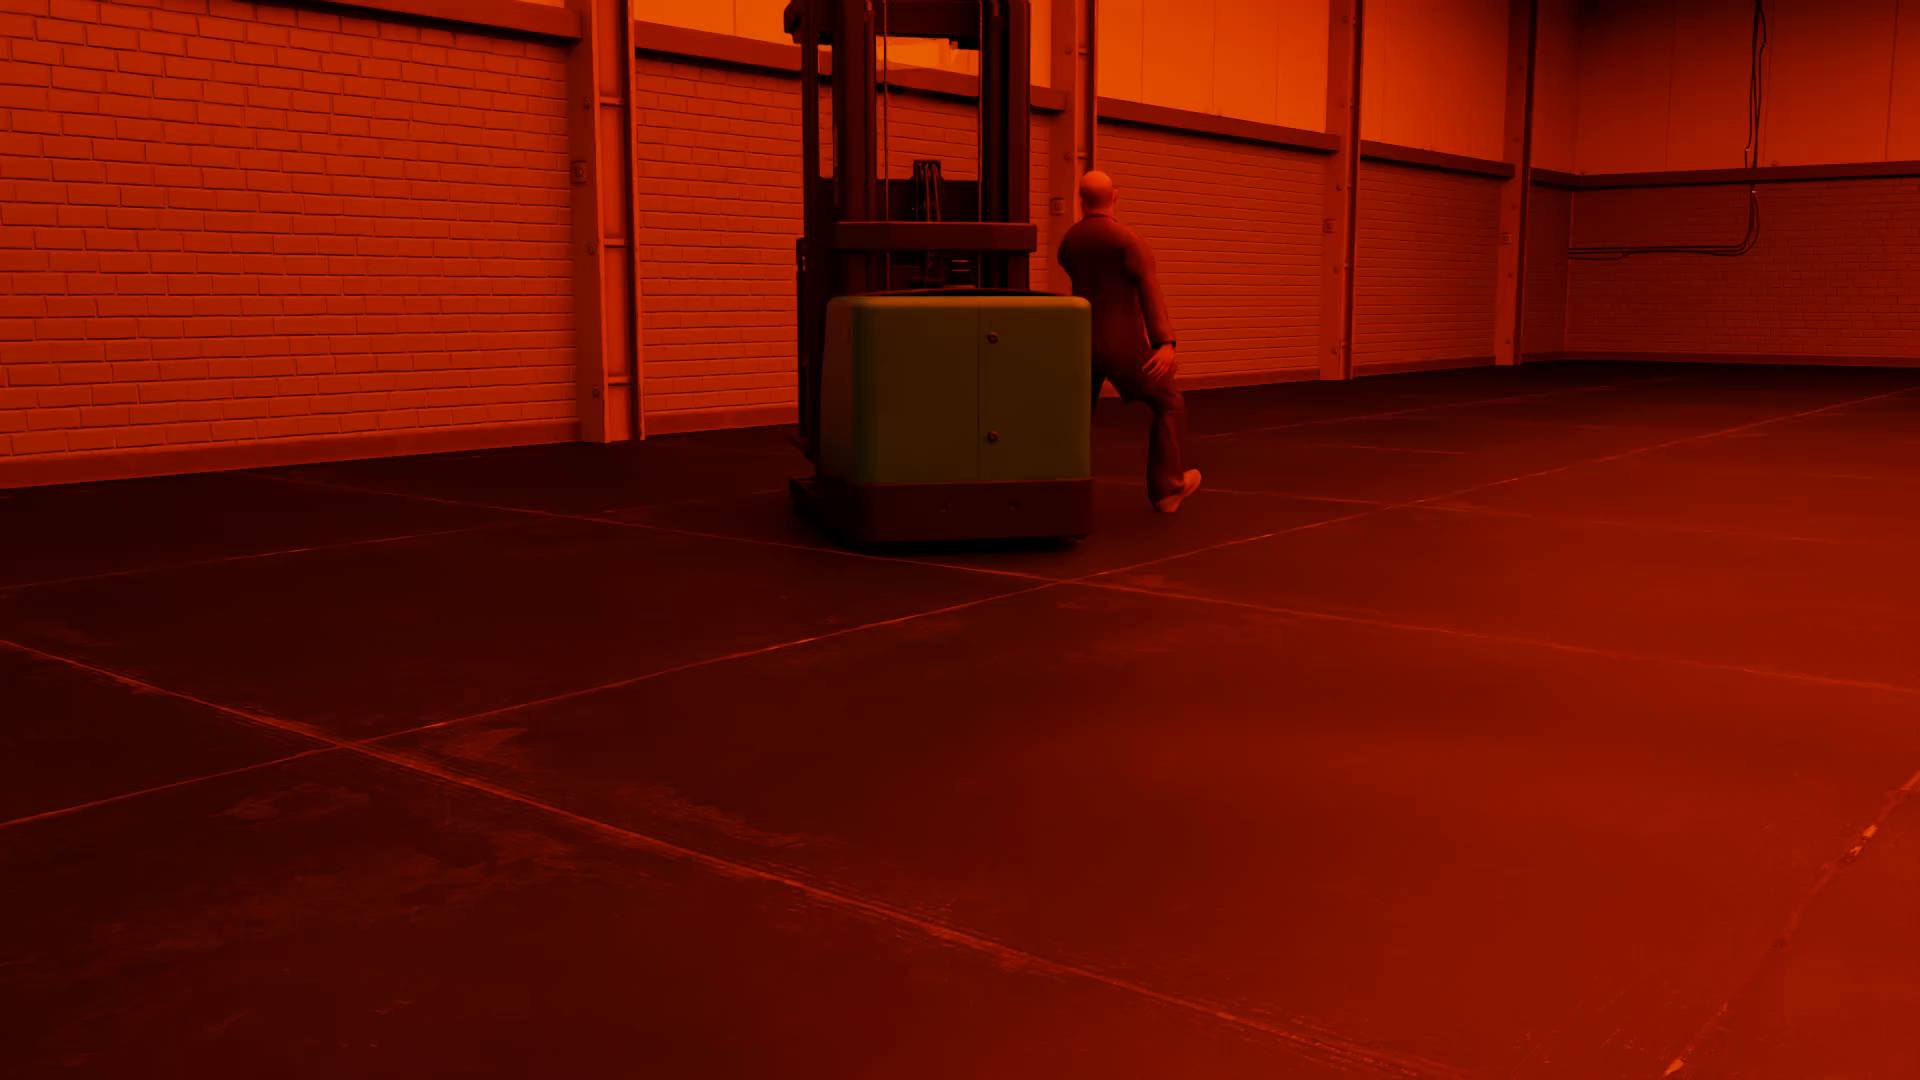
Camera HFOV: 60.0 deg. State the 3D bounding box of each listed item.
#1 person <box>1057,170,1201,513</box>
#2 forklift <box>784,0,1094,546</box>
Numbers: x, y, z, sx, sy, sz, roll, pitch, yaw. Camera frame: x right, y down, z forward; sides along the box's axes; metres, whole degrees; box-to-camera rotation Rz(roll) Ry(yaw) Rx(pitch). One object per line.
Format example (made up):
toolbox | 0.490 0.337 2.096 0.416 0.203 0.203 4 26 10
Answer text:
person | 0.795 -0.956 8.222 0.741 1.710 0.913 7 11 41
forklift | -0.260 -1.596 8.192 1.130 2.935 3.031 -2 9 -13
